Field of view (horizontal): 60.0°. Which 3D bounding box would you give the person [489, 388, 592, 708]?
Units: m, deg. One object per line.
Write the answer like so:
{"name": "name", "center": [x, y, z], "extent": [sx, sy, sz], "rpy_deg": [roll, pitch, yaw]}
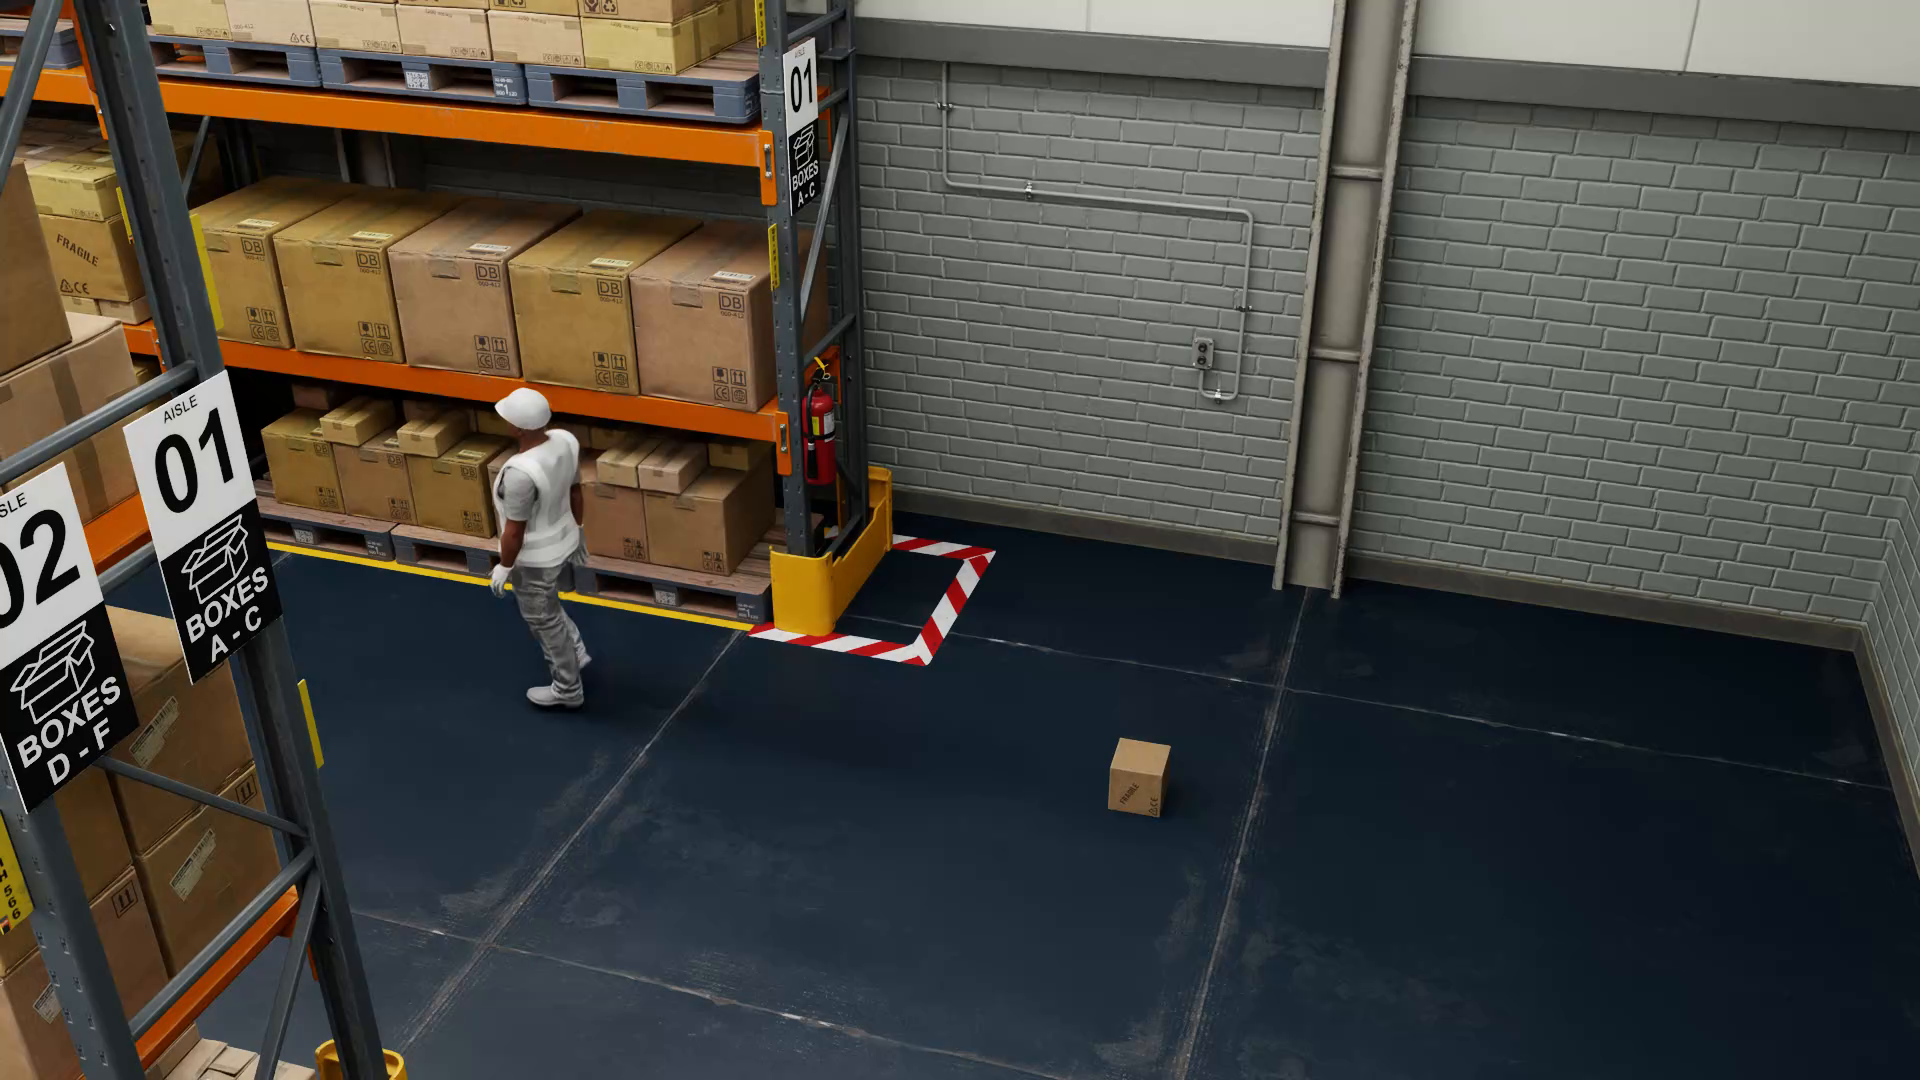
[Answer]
{"name": "person", "center": [-2.146, 0.058, 8.354], "extent": [0.459, 1.805, 0.551], "rpy_deg": [6, 30, 12]}
